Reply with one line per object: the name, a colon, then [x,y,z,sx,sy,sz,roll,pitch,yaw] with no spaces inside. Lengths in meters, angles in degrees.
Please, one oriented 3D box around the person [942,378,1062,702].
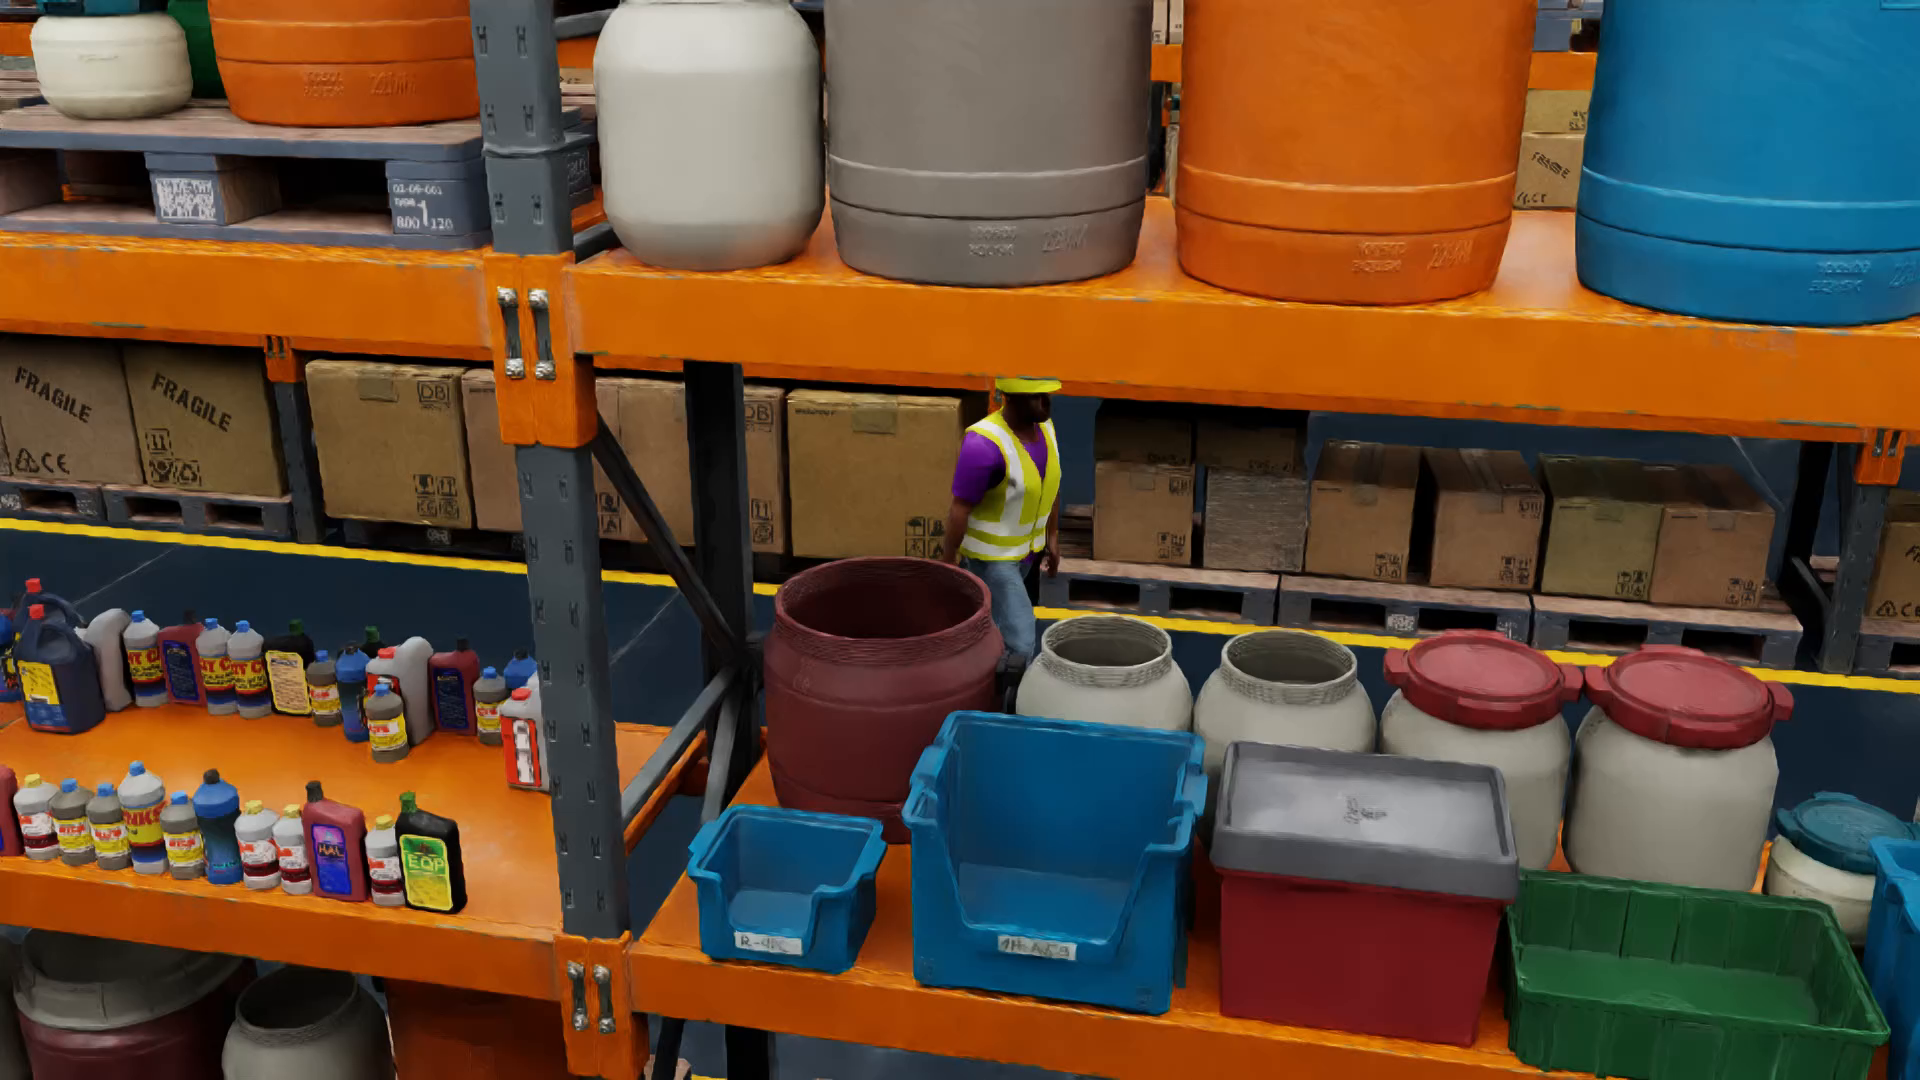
person: [0.218,0.040,7.007,0.963,1.727,0.617,14,26,32]
